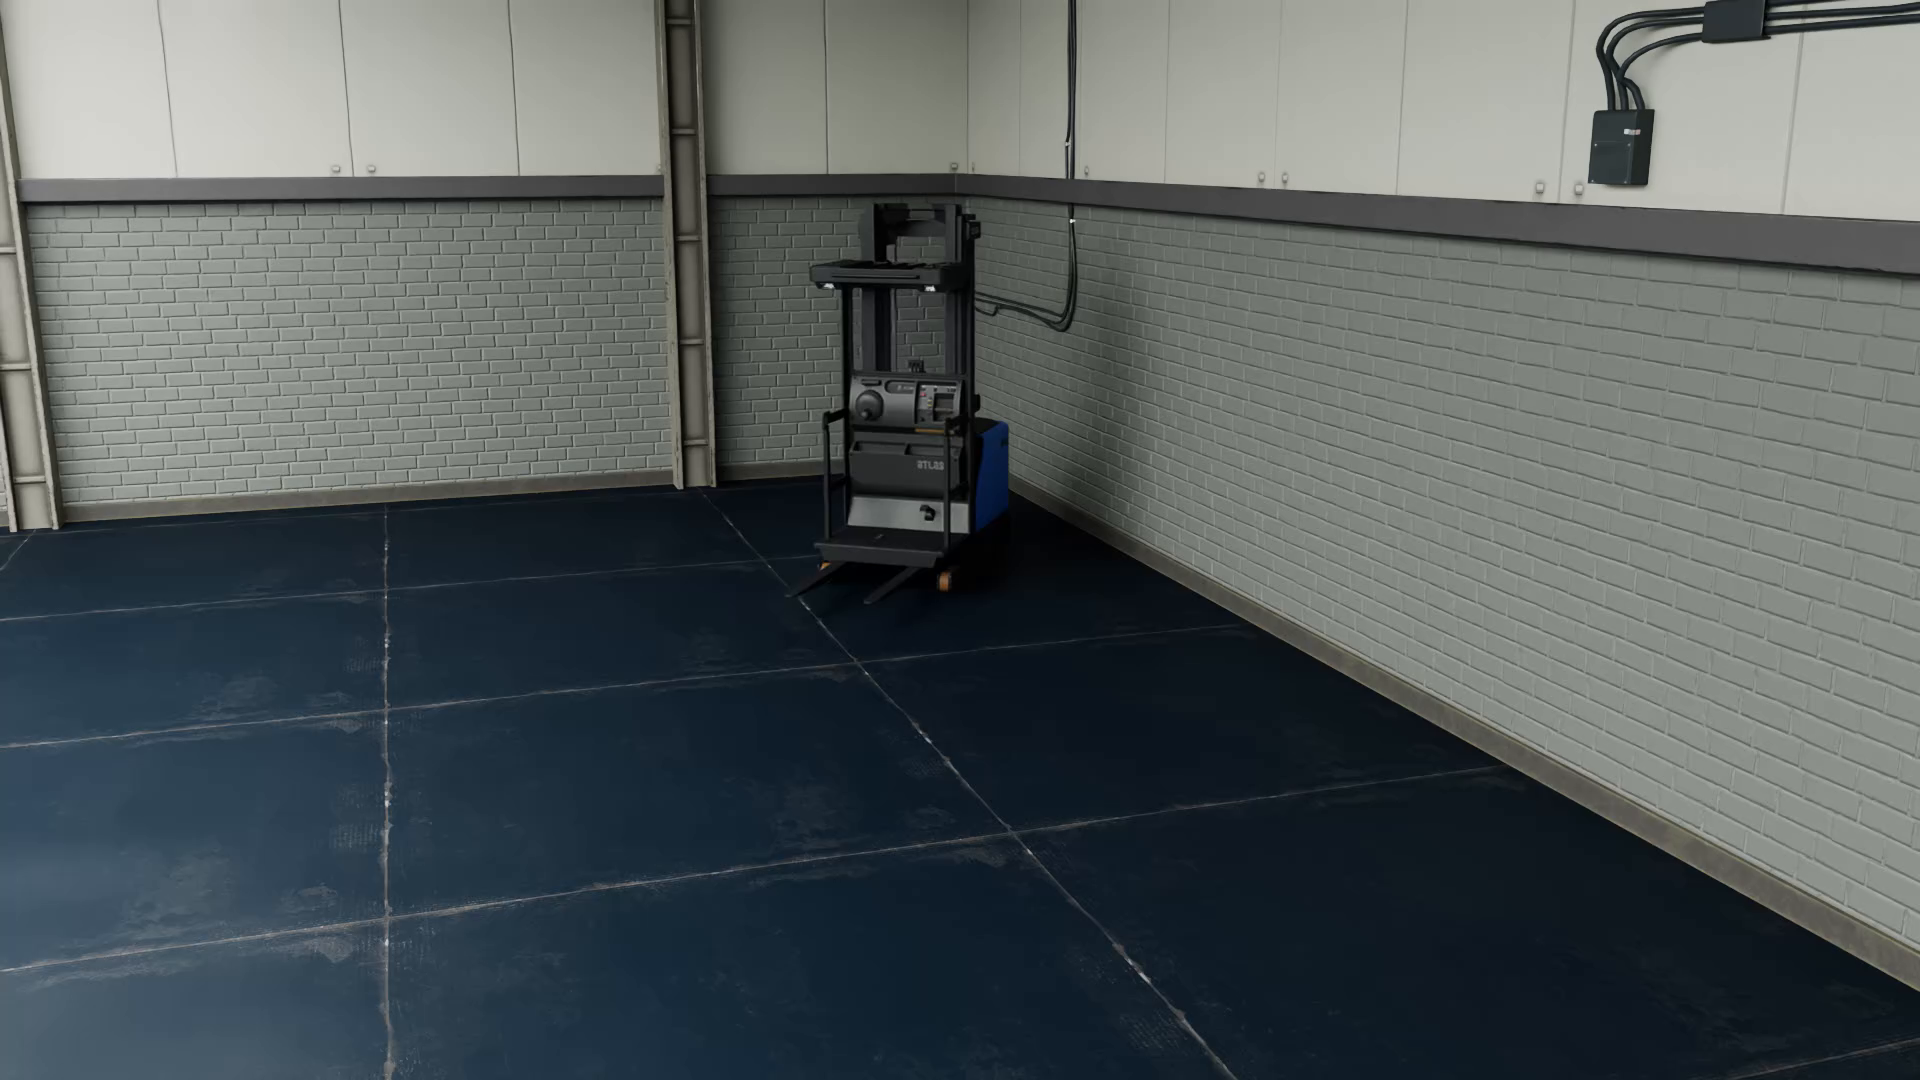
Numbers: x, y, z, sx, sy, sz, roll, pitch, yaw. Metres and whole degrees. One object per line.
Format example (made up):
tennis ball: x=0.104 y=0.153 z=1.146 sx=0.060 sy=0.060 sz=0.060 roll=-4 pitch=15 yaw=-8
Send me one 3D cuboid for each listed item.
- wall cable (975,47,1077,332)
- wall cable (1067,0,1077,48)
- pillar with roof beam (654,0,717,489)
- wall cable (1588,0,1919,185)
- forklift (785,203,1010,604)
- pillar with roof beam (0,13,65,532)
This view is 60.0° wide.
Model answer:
wall cable: x=0.504 y=-3.357 z=16.019 sx=0.112 sy=2.526 sz=3.097 roll=-4 pitch=14 yaw=-18
wall cable: x=1.367 y=-5.221 z=12.940 sx=0.112 sy=2.526 sz=3.097 roll=-4 pitch=14 yaw=-18
pillar with roof beam: x=-1.337 y=-3.996 z=11.996 sx=0.400 sy=9.000 sz=9.100 roll=-4 pitch=14 yaw=-18
wall cable: x=3.517 y=-4.439 z=6.508 sx=0.169 sy=6.003 sz=2.305 roll=-4 pitch=14 yaw=-18
forklift: x=-0.492 y=-1.119 z=13.013 sx=1.130 sy=2.935 sz=3.031 roll=4 pitch=14 yaw=17
pillar with roof beam: x=-7.024 y=-3.553 z=10.134 sx=0.400 sy=9.000 sz=9.100 roll=-4 pitch=14 yaw=-18
